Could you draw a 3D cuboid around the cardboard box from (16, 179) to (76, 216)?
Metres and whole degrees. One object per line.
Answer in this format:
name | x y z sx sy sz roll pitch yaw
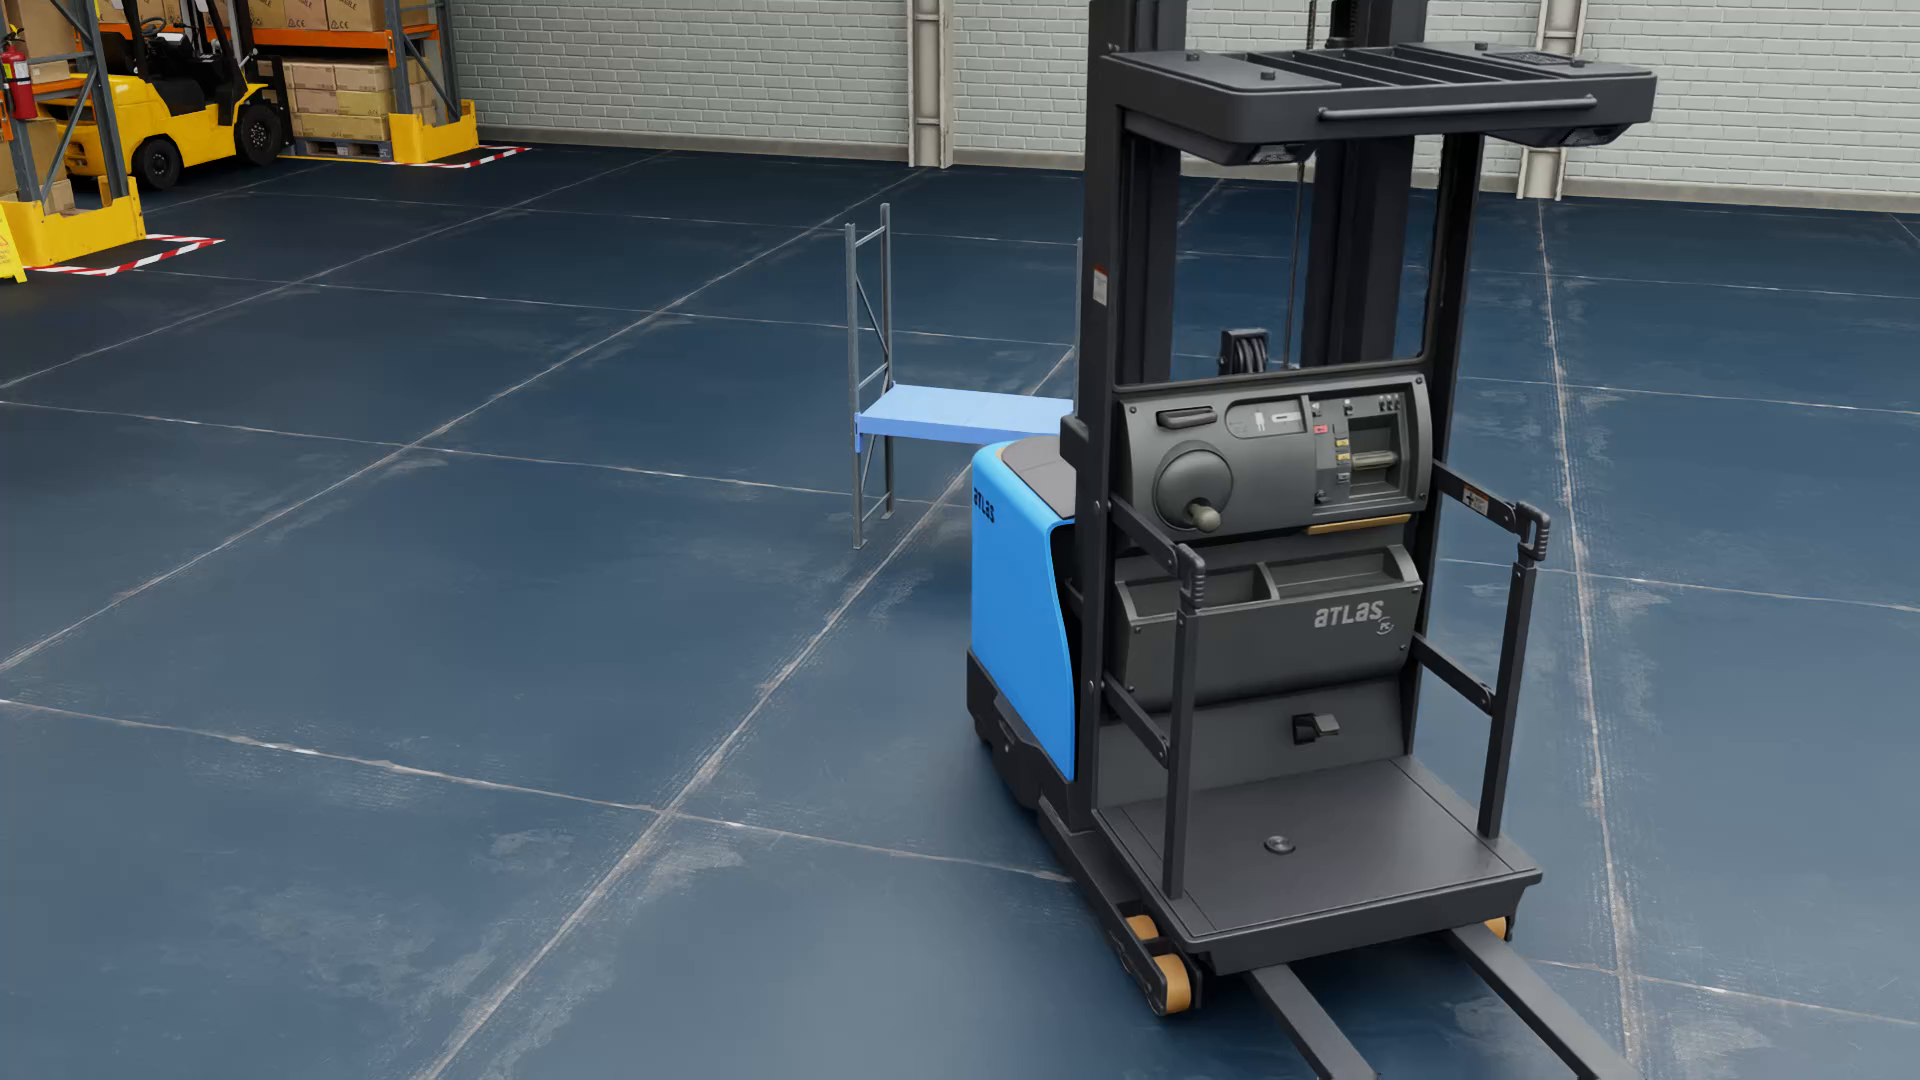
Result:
cardboard box | -7.760 -2.842 13.816 0.500 0.250 0.500 6 23 15

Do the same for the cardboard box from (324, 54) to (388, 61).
cardboard box | -6.523 -5.095 17.990 0.500 0.250 0.500 7 23 16

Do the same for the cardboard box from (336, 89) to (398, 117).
cardboard box | -6.194 -4.628 17.511 0.500 0.250 0.500 6 23 15

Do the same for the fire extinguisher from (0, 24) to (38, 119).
fire extinguisher | -7.092 -3.515 12.489 0.183 0.674 0.296 7 23 16

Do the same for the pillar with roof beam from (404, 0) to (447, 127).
pillar with roof beam | -7.288 -7.150 13.344 0.400 9.000 9.100 7 23 16

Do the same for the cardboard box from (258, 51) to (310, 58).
cardboard box | -7.487 -5.212 18.276 0.500 0.250 0.500 6 23 14

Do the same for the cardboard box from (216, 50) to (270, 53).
cardboard box | -7.970 -5.264 18.403 0.500 0.250 0.500 7 23 16

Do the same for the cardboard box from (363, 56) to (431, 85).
cardboard box | -6.043 -5.041 17.859 0.500 0.250 0.500 6 23 15

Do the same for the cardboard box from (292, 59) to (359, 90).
cardboard box | -6.659 -4.911 17.541 0.500 0.250 0.500 7 23 16

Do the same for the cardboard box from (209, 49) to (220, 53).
cardboard box | -8.451 -5.324 18.550 0.500 0.250 0.500 6 23 15

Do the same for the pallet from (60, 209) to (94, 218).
pallet | -7.908 -2.551 13.711 1.213 0.211 1.003 7 23 16

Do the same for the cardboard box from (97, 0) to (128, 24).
cardboard box | -9.118 -5.876 18.011 0.500 0.500 0.500 6 23 14

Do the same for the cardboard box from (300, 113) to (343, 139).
cardboard box | -6.652 -4.452 17.740 0.500 0.250 0.500 7 23 15

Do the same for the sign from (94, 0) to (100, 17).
sign | -6.911 -4.329 13.230 0.005 0.325 0.100 7 23 16

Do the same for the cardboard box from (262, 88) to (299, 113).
cardboard box | -7.171 -4.736 17.774 0.500 0.250 0.500 6 23 14

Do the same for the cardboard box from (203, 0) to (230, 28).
cardboard box | -7.654 -5.707 17.599 0.500 0.500 0.500 7 23 16

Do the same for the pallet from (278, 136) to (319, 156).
pallet | -7.546 -4.448 18.335 1.213 0.211 1.003 7 23 15

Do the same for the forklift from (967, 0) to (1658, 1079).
forklift | 0.960 -0.219 4.441 1.130 2.935 3.031 -7 23 -16

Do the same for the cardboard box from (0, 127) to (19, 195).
cardboard box | -7.910 -2.993 13.196 0.500 0.500 0.500 7 23 16

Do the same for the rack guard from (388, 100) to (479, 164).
rack guard | -5.615 -4.376 17.779 0.348 0.500 1.175 7 23 16

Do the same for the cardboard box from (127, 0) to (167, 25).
cardboard box | -8.614 -5.825 17.886 0.500 0.500 0.500 7 23 16

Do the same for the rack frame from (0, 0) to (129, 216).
rack frame | -7.068 -3.731 12.913 0.127 3.000 1.000 7 23 16

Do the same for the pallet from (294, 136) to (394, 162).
pallet | -6.382 -4.313 18.007 1.213 0.211 1.003 7 23 16

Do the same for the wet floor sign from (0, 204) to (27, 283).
wet floor sign | -7.195 -2.232 12.361 0.232 0.644 0.267 16 27 34

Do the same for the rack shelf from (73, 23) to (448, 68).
rack shelf | -7.552 -5.421 17.982 4.000 0.370 1.077 7 23 16

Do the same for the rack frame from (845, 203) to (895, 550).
rack frame | -0.405 -0.740 7.598 0.032 1.500 0.500 7 23 16

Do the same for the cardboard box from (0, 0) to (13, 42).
cardboard box | -7.667 -3.874 12.739 0.500 0.500 0.500 6 23 15

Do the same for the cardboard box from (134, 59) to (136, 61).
cardboard box | -8.608 -5.131 18.079 0.500 0.250 0.500 7 23 16

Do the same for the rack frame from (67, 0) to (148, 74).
rack frame | -9.467 -5.973 18.380 0.127 3.000 1.000 7 23 16

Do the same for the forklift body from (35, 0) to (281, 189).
forklift body | -7.980 -4.687 16.363 1.214 2.155 2.313 7 23 16

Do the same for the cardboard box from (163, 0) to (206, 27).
cardboard box | -8.129 -5.770 17.752 0.500 0.500 0.500 6 23 15

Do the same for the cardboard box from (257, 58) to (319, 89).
cardboard box | -7.145 -4.962 17.667 0.500 0.250 0.500 7 23 16

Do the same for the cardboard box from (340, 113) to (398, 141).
cardboard box | -6.179 -4.394 17.599 0.500 0.250 0.500 7 23 16

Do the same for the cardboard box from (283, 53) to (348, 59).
cardboard box | -6.998 -5.153 18.133 0.500 0.250 0.500 6 23 15

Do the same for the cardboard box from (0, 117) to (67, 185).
cardboard box | -7.783 -3.191 13.679 0.500 0.500 0.500 6 23 14

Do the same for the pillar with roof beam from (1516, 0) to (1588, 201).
pillar with roof beam | 4.201 -5.835 10.137 0.400 9.000 9.100 7 23 16

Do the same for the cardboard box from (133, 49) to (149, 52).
cardboard box | -8.940 -5.374 18.672 0.500 0.250 0.500 7 23 17

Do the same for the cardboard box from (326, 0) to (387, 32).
cardboard box | -6.185 -5.540 17.191 0.500 0.500 0.500 6 23 14

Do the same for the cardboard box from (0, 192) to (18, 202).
cardboard box | -7.943 -2.647 13.339 0.500 0.250 0.500 6 23 15

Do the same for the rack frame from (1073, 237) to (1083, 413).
rack frame | 0.568 -0.629 7.327 0.032 1.500 0.500 7 23 16

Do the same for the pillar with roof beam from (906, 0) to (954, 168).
pillar with roof beam | -1.543 -6.492 11.740 0.400 9.000 9.100 7 23 16

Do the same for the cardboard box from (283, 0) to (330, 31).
cardboard box | -6.679 -5.600 17.338 0.500 0.500 0.500 7 23 17

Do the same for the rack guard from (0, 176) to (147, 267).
rack guard | -7.141 -2.583 13.408 0.348 0.500 1.175 7 23 16

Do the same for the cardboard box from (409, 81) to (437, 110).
cardboard box | -6.028 -4.815 17.968 0.500 0.250 0.500 7 23 16

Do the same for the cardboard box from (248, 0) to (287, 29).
cardboard box | -7.169 -5.656 17.474 0.500 0.500 0.500 6 23 14

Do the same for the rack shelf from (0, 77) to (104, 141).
rack shelf | -8.983 -3.617 13.584 4.000 0.370 1.077 7 23 16

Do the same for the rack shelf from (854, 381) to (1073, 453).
rack shelf | 0.082 -0.518 7.531 1.000 0.185 0.538 7 23 16

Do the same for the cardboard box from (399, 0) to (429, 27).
cardboard box | -6.032 -5.736 17.670 0.500 0.500 0.500 7 23 17

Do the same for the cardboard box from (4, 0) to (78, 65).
cardboard box | -7.441 -4.068 13.210 0.500 0.500 0.500 6 23 15

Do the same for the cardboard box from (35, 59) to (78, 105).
cardboard box | -9.970 -5.122 18.880 0.625 0.625 0.875 8 24 18

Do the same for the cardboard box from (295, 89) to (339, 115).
cardboard box | -6.671 -4.687 17.655 0.500 0.250 0.500 6 23 15

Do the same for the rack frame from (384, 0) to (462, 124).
rack frame | -5.638 -5.535 17.311 0.127 3.000 1.000 7 23 16

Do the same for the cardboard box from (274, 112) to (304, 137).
cardboard box | -7.129 -4.510 17.882 0.500 0.250 0.500 7 23 16

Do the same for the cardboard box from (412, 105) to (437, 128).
cardboard box | -6.051 -4.582 18.057 0.500 0.250 0.500 7 23 16

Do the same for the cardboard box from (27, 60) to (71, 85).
cardboard box | -7.333 -3.727 13.235 0.250 0.149 0.380 7 23 16

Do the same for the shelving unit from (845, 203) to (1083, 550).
shelving unit | 0.082 -0.685 7.463 1.048 1.500 0.538 7 23 16

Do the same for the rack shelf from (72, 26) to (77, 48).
rack shelf | -11.382 -5.860 19.051 4.000 0.370 1.077 7 23 16

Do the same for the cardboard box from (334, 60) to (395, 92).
cardboard box | -6.169 -4.857 17.410 0.500 0.250 0.500 7 23 17
